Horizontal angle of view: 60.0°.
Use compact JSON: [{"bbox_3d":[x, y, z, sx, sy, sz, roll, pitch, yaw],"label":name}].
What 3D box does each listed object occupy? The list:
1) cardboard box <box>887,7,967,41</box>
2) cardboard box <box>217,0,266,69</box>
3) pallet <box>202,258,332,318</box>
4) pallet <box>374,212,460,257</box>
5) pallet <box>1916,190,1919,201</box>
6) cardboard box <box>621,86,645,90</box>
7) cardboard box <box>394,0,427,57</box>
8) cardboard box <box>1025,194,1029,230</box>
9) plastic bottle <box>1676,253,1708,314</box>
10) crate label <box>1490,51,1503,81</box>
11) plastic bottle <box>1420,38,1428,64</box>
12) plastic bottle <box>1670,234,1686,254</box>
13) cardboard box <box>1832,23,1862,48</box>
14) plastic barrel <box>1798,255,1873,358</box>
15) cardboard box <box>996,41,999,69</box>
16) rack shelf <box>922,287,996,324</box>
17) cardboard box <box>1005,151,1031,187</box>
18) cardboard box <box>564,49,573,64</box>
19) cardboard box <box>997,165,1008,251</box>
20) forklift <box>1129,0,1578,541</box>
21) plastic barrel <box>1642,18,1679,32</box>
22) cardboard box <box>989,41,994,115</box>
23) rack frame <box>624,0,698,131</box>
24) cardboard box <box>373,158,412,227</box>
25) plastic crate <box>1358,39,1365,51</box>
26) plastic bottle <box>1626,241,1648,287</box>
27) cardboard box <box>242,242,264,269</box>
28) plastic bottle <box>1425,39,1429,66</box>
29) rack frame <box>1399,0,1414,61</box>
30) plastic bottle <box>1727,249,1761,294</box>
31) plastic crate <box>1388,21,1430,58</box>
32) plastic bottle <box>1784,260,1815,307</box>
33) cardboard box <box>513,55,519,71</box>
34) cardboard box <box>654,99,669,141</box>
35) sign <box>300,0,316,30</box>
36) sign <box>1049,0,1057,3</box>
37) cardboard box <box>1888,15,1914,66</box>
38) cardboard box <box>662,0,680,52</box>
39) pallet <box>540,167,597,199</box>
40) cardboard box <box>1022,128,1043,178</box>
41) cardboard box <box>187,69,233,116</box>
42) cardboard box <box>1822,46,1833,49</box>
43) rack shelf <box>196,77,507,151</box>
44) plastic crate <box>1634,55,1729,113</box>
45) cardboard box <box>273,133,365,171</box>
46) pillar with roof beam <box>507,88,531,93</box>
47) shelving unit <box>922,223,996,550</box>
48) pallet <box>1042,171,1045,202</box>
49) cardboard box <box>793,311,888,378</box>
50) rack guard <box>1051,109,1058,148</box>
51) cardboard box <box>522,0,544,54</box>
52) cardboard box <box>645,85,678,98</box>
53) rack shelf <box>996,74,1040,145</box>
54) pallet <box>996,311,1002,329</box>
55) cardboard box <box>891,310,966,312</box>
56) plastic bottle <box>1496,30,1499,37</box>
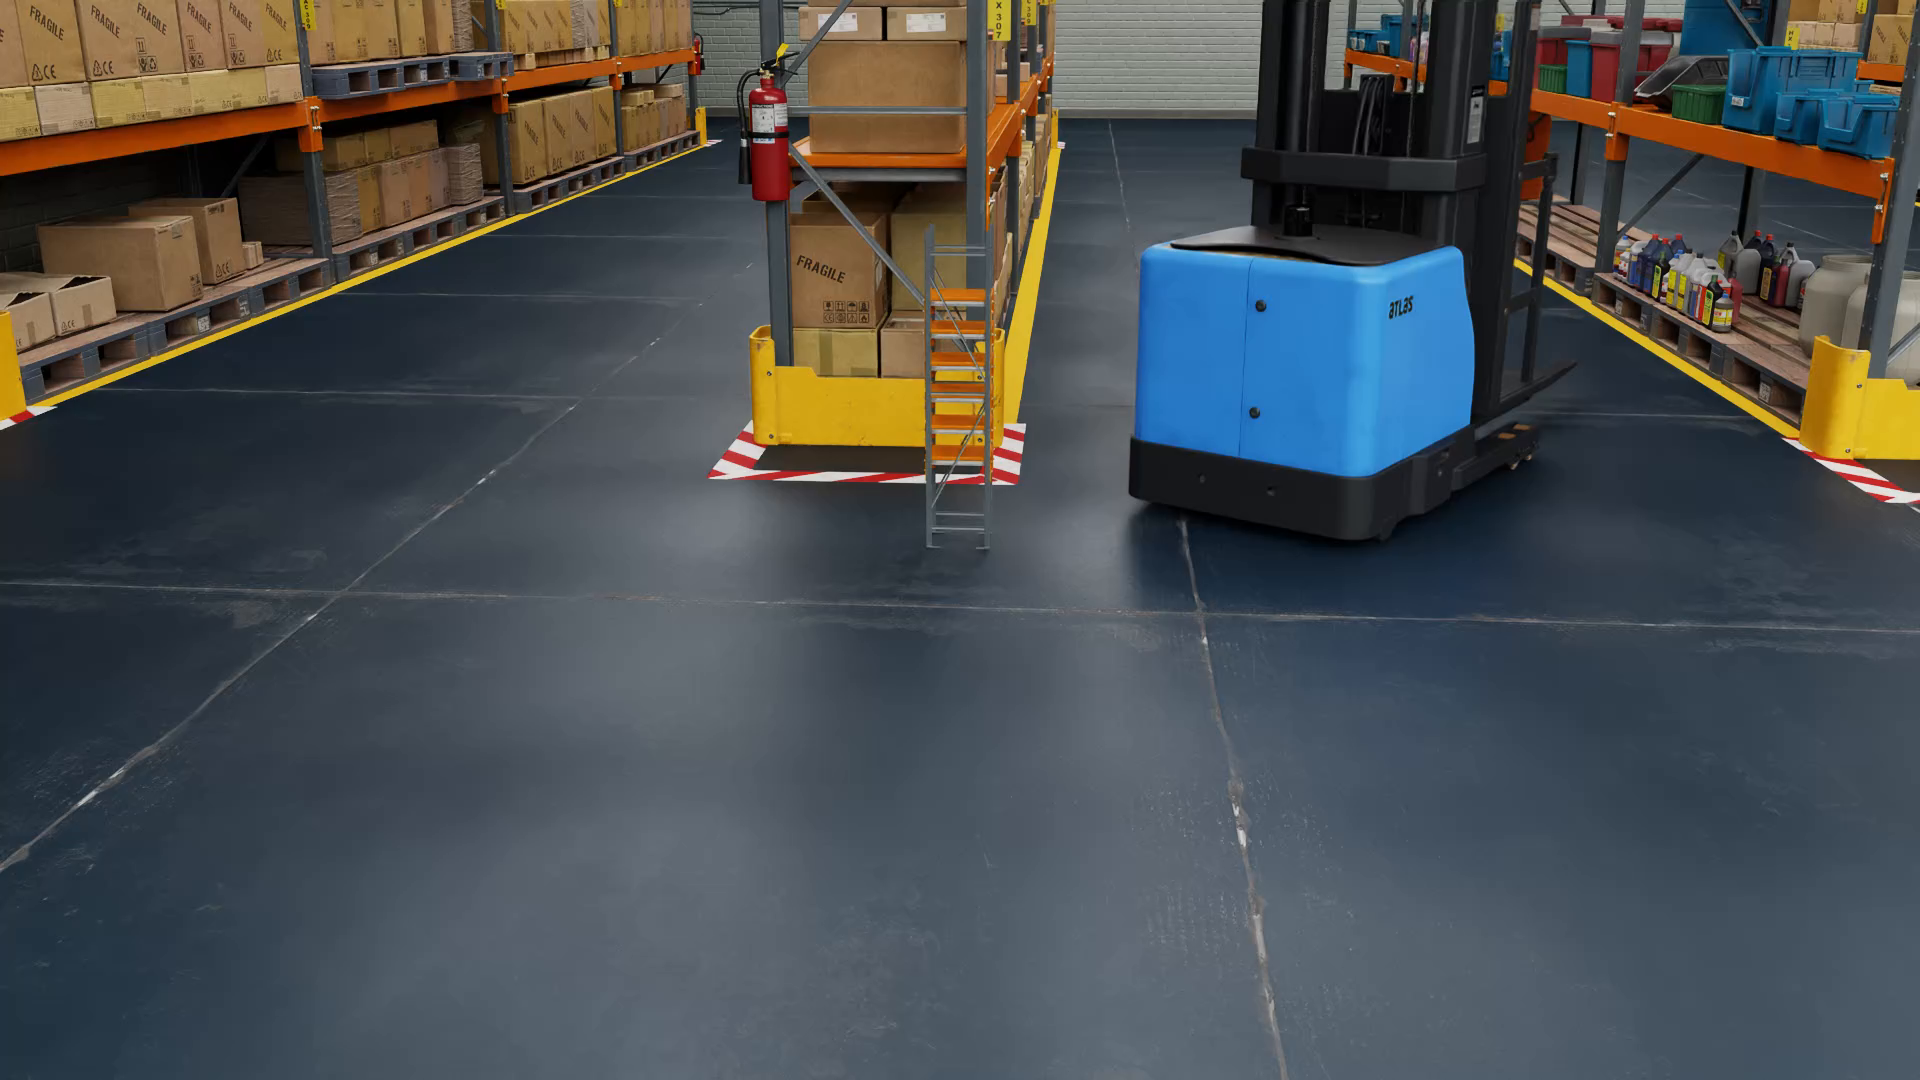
[{"bbox_3d":[-0.138,-2.394,7.710,0.380,0.149,0.250,1,18,4],"label":"cardboard box"},{"bbox_3d":[-4.791,-3.259,10.556,0.500,0.500,0.500,1,18,4],"label":"cardboard box"},{"bbox_3d":[-5.048,-1.739,11.390,1.003,0.211,1.213,1,18,4],"label":"pallet"},{"bbox_3d":[-4.896,-2.570,13.927,1.003,0.211,1.213,1,18,4],"label":"pallet"},{"bbox_3d":[10.295,-3.480,16.703,1.003,0.211,1.213,1,18,4],"label":"pallet"},{"bbox_3d":[-4.370,-5.909,21.936,0.380,0.149,0.250,1,18,4],"label":"cardboard box"},{"bbox_3d":[-4.839,-4.238,13.673,0.700,0.500,0.500,1,18,4],"label":"cardboard box"},{"bbox_3d":[0.292,-2.654,13.447,0.500,0.250,0.500,2,18,5],"label":"cardboard box"},{"bbox_3d":[4.317,-1.512,9.769,0.144,0.351,0.185,2,18,6],"label":"plastic bottle"},{"bbox_3d":[4.729,-4.092,14.364,0.303,0.233,0.416,1,18,4],"label":"crate label"},{"bbox_3d":[4.945,-5.191,17.655,0.097,0.271,0.097,0,18,0],"label":"plastic bottle"},{"bbox_3d":[4.519,-1.758,10.517,0.144,0.351,0.185,1,18,4],"label":"plastic bottle"},{"bbox_3d":[10.130,-5.639,18.579,0.500,0.250,0.500,1,18,3],"label":"cardboard box"},{"bbox_3d":[4.567,-1.189,8.555,0.421,0.512,0.421,0,18,0],"label":"plastic barrel"},{"bbox_3d":[0.015,-3.613,12.471,0.500,0.500,0.500,3,18,8],"label":"cardboard box"},{"bbox_3d":[-0.001,-0.866,6.124,0.258,0.103,0.180,1,18,4],"label":"rack shelf"},{"bbox_3d":[0.331,-3.079,13.843,0.500,0.311,0.500,1,18,4],"label":"cardboard box"},{"bbox_3d":[-4.338,-5.143,17.673,0.380,0.149,0.250,1,18,2],"label":"cardboard box"},{"bbox_3d":[0.044,-2.109,10.579,0.500,0.500,0.500,1,18,4],"label":"cardboard box"},{"bbox_3d":[1.975,-1.784,7.159,1.130,2.935,3.031,13,22,35],"label":"forklift"},{"bbox_3d":[5.186,-3.637,12.486,0.433,0.535,0.433,0,18,0],"label":"plastic barrel"},{"bbox_3d":[-0.151,-2.909,10.324,0.700,0.500,0.500,1,18,3],"label":"cardboard box"},{"bbox_3d":[-4.175,-7.000,22.969,1.000,3.000,0.127,1,18,4],"label":"rack frame"},{"bbox_3d":[-4.935,-2.842,13.588,0.700,0.500,0.500,1,18,5],"label":"cardboard box"},{"bbox_3d":[5.207,-6.304,21.173,0.250,0.136,0.298,1,18,4],"label":"plastic crate"},{"bbox_3d":[4.391,-1.776,10.695,0.152,0.276,0.135,2,18,6],"label":"plastic bottle"},{"bbox_3d":[-5.043,-1.969,11.458,0.380,0.166,0.250,-1,18,-3],"label":"cardboard box"},{"bbox_3d":[4.905,-5.101,17.360,0.061,0.283,0.133,1,18,4],"label":"plastic bottle"},{"bbox_3d":[5.420,-5.537,18.503,1.000,3.000,0.127,1,18,4],"label":"rack frame"},{"bbox_3d":[4.925,-1.696,10.450,0.152,0.276,0.135,1,18,4],"label":"plastic bottle"},{"bbox_3d":[5.113,-5.710,18.962,0.392,0.384,0.575,1,18,4],"label":"plastic crate"},{"bbox_3d":[5.035,-1.550,10.004,0.152,0.276,0.135,2,18,5],"label":"plastic bottle"},{"bbox_3d":[-4.467,-4.581,15.957,0.380,0.149,0.250,2,18,5],"label":"cardboard box"},{"bbox_3d":[-4.196,-5.481,21.671,0.700,0.500,0.500,1,18,2],"label":"cardboard box"},{"bbox_3d":[-4.493,-3.675,11.430,0.100,0.325,0.005,1,18,4],"label":"sign"},{"bbox_3d":[1.034,-6.187,18.629,0.100,0.325,0.005,1,18,4],"label":"sign"},{"bbox_3d":[10.043,-5.180,17.254,0.500,0.500,0.500,1,18,4],"label":"cardboard box"},{"bbox_3d":[-4.242,-6.758,21.748,0.980,0.700,0.700,1,18,3],"label":"cardboard box"},{"bbox_3d":[-4.526,-3.811,17.716,1.003,0.211,1.213,1,18,4],"label":"pallet"},{"bbox_3d":[0.584,-3.881,16.757,0.500,0.500,0.500,1,18,3],"label":"cardboard box"},{"bbox_3d":[-4.831,-2.746,10.196,0.500,0.250,0.500,1,18,4],"label":"cardboard box"},{"bbox_3d":[10.092,-5.568,19.003,0.380,0.149,0.250,1,18,3],"label":"cardboard box"},{"bbox_3d":[-4.892,-3.552,13.603,1.077,0.370,4.000,1,18,4],"label":"rack shelf"},{"bbox_3d":[4.682,-2.863,10.442,0.767,0.338,0.504,1,18,4],"label":"plastic crate"},{"bbox_3d":[-4.971,-3.017,12.915,0.500,0.250,0.500,1,18,3],"label":"cardboard box"},{"bbox_3d":[-0.980,-8.749,18.673,9.100,9.000,0.400,1,18,4],"label":"pillar with roof beam"},{"bbox_3d":[-0.001,-0.566,6.222,0.258,1.200,0.189,1,18,4],"label":"shelving unit"},{"bbox_3d":[0.374,-3.690,17.345,1.003,0.211,1.213,1,18,4],"label":"pallet"},{"bbox_3d":[-0.637,-0.987,8.361,0.500,0.250,0.500,1,18,4],"label":"cardboard box"},{"bbox_3d":[0.761,-5.679,22.952,1.175,0.500,0.348,1,18,4],"label":"rack guard"},{"bbox_3d":[-4.411,-5.021,16.260,0.500,0.500,0.500,2,18,6],"label":"cardboard box"},{"bbox_3d":[-3.970,-5.977,22.145,0.380,0.149,0.250,2,18,5],"label":"cardboard box"},{"bbox_3d":[0.050,-3.443,13.269,1.077,0.370,4.000,1,18,4],"label":"rack shelf"},{"bbox_3d":[-0.277,-1.213,9.785,1.003,0.211,1.213,1,18,4],"label":"pallet"},{"bbox_3d":[-0.088,-1.131,8.800,0.500,0.250,0.500,1,18,4],"label":"cardboard box"},{"bbox_3d":[5.681,-5.220,17.617,0.144,0.351,0.185,1,18,4],"label":"plastic bottle"}]
